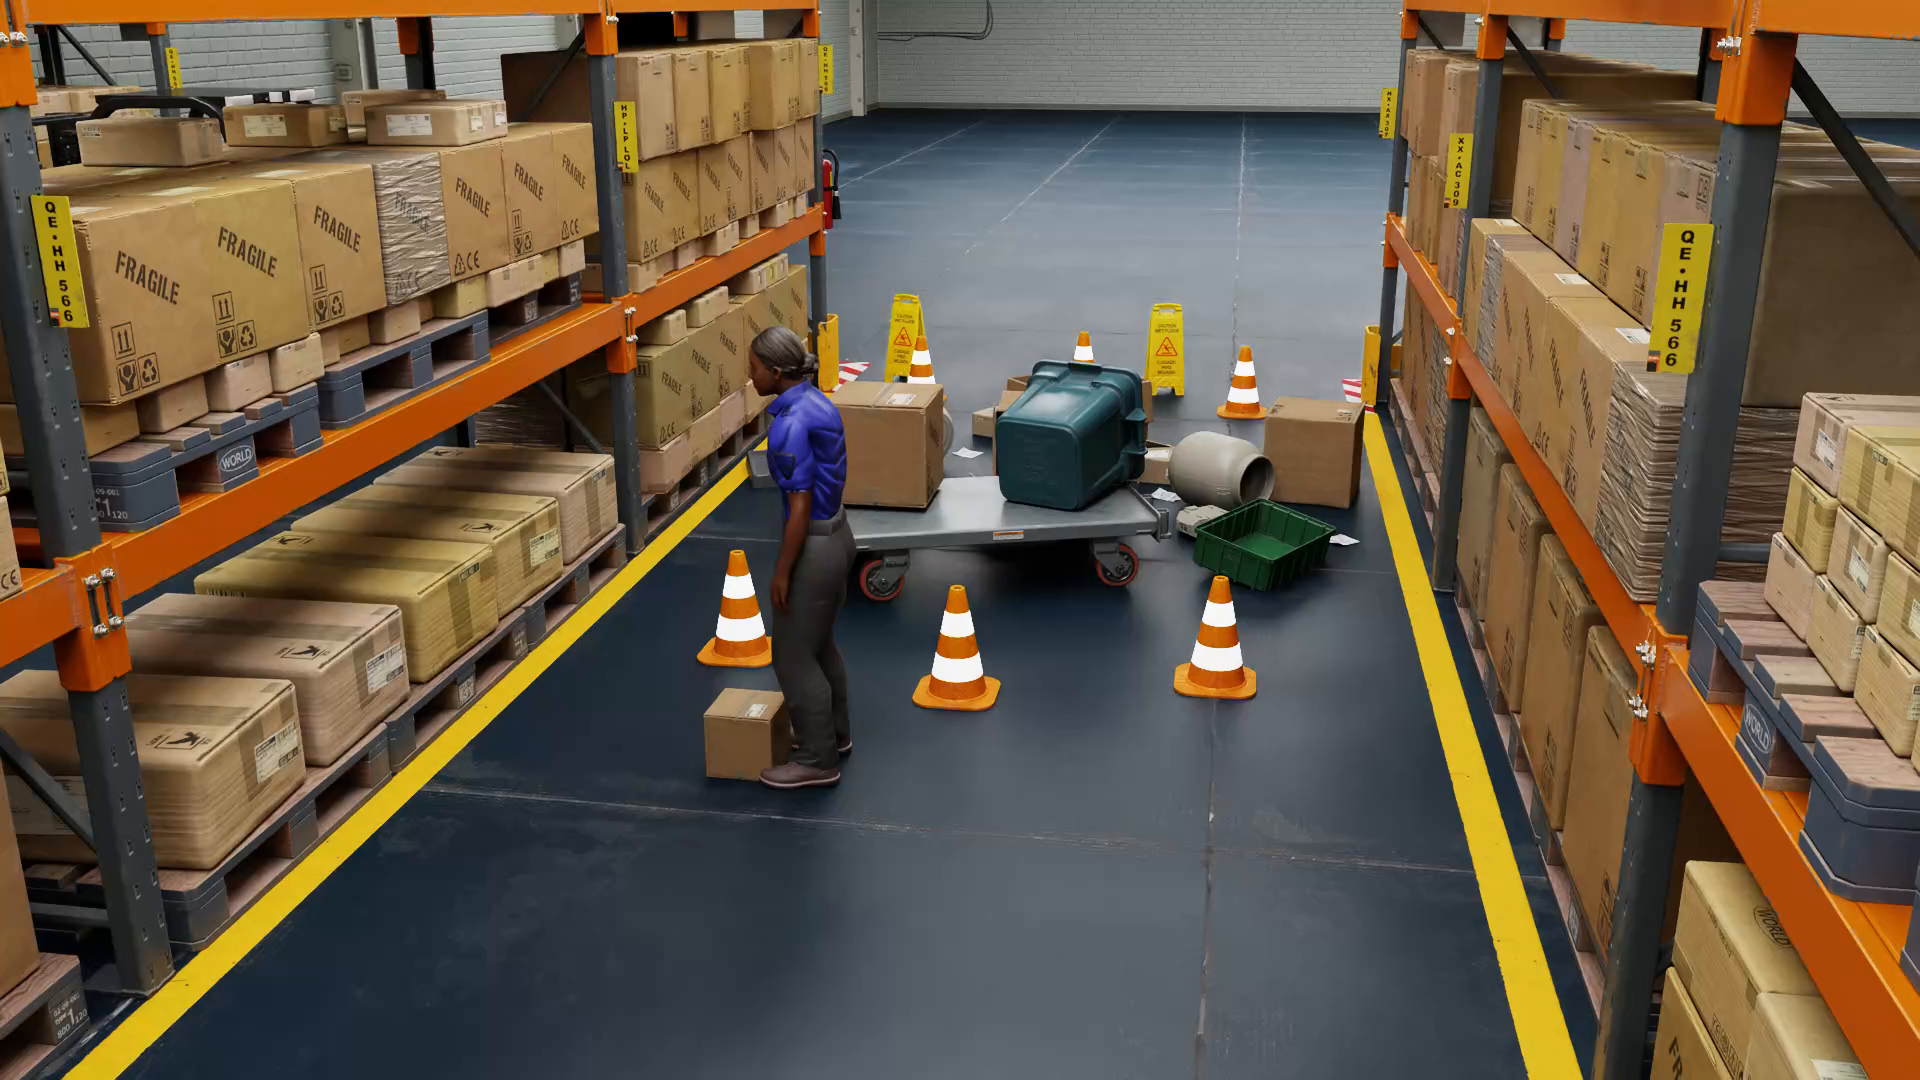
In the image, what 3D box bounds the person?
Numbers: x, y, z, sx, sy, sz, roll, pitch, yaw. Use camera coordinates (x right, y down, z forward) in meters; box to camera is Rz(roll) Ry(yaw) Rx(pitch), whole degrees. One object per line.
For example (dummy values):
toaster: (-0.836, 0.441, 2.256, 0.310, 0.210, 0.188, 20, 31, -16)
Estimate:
person: (-0.551, 0.056, 5.890, 0.349, 1.655, 0.509, 3, 18, 9)
